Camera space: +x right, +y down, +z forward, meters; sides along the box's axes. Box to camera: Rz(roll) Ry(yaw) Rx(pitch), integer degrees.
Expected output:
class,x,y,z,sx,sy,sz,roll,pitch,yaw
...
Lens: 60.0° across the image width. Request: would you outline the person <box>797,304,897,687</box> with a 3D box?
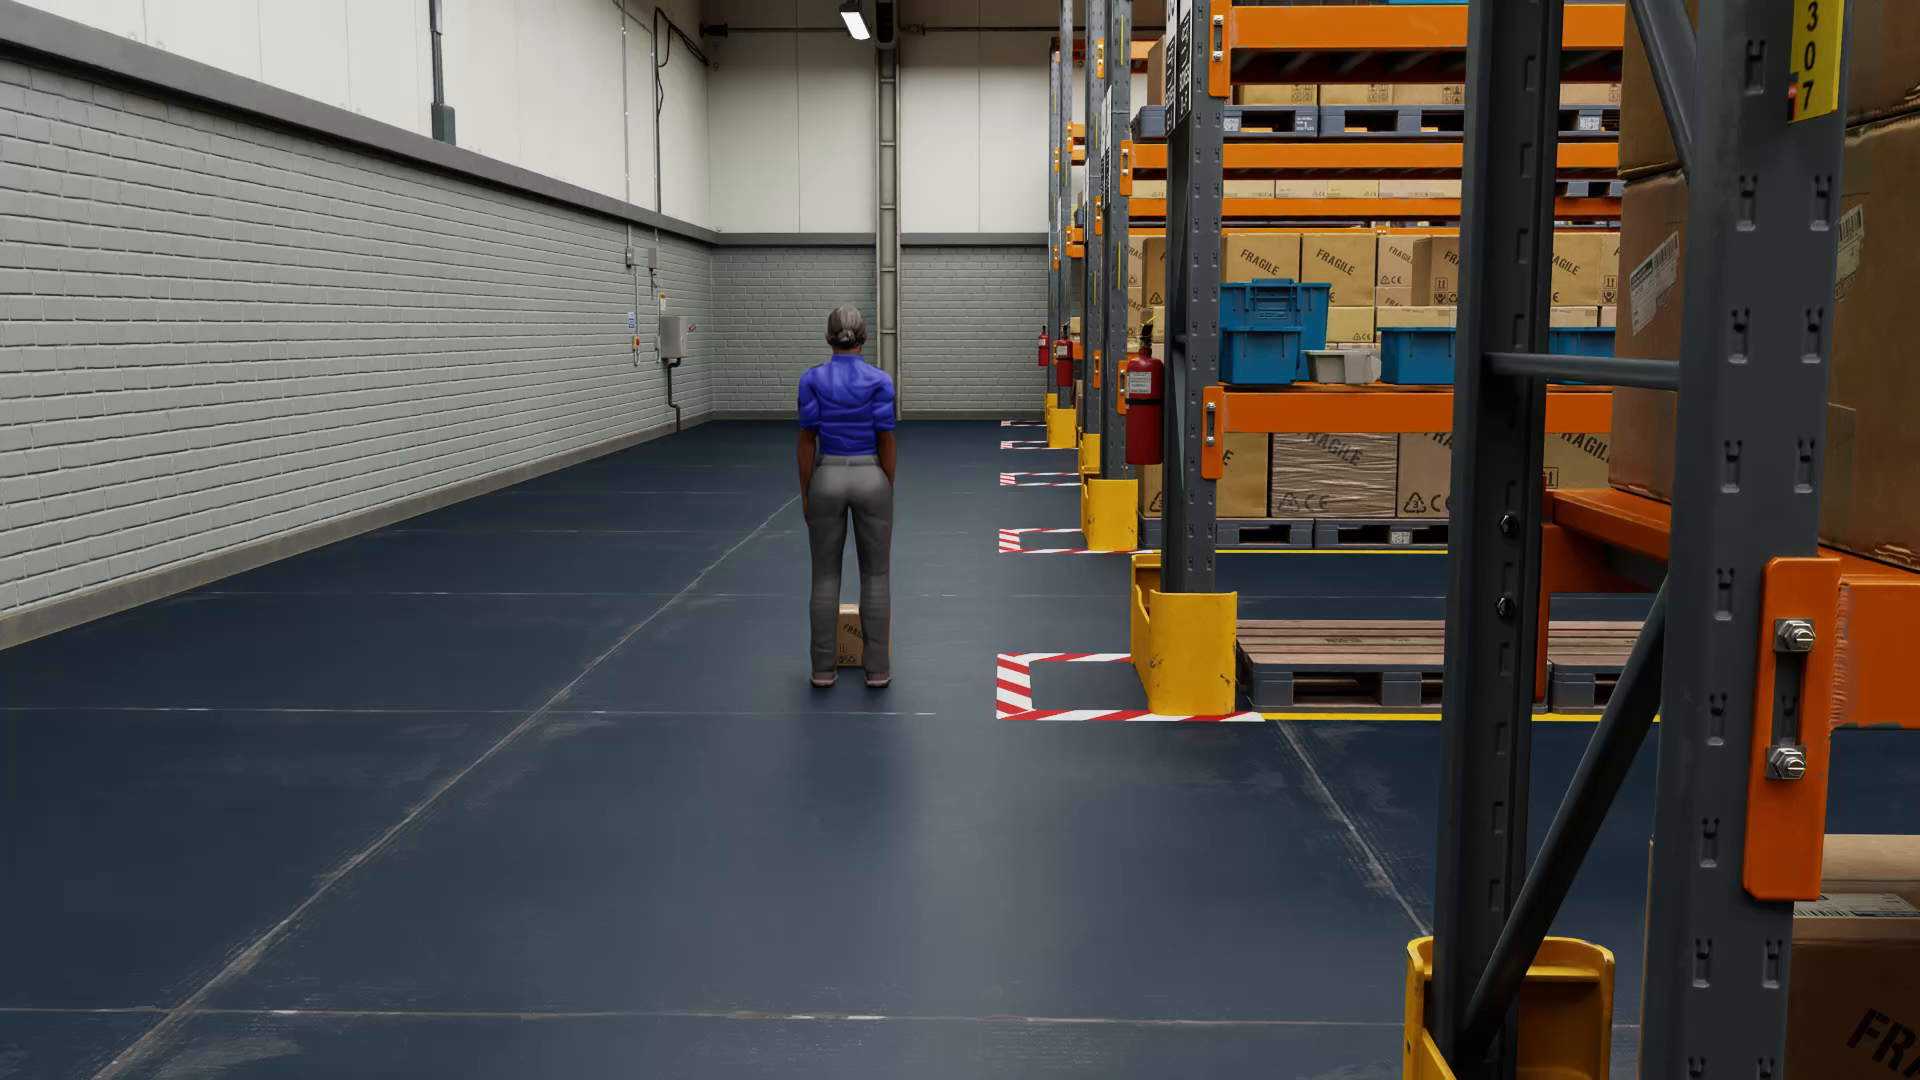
class,x,y,z,sx,sy,sz,roll,pitch,yaw
person,-0.488,-0.188,7.254,0.436,1.663,0.314,0,7,3
